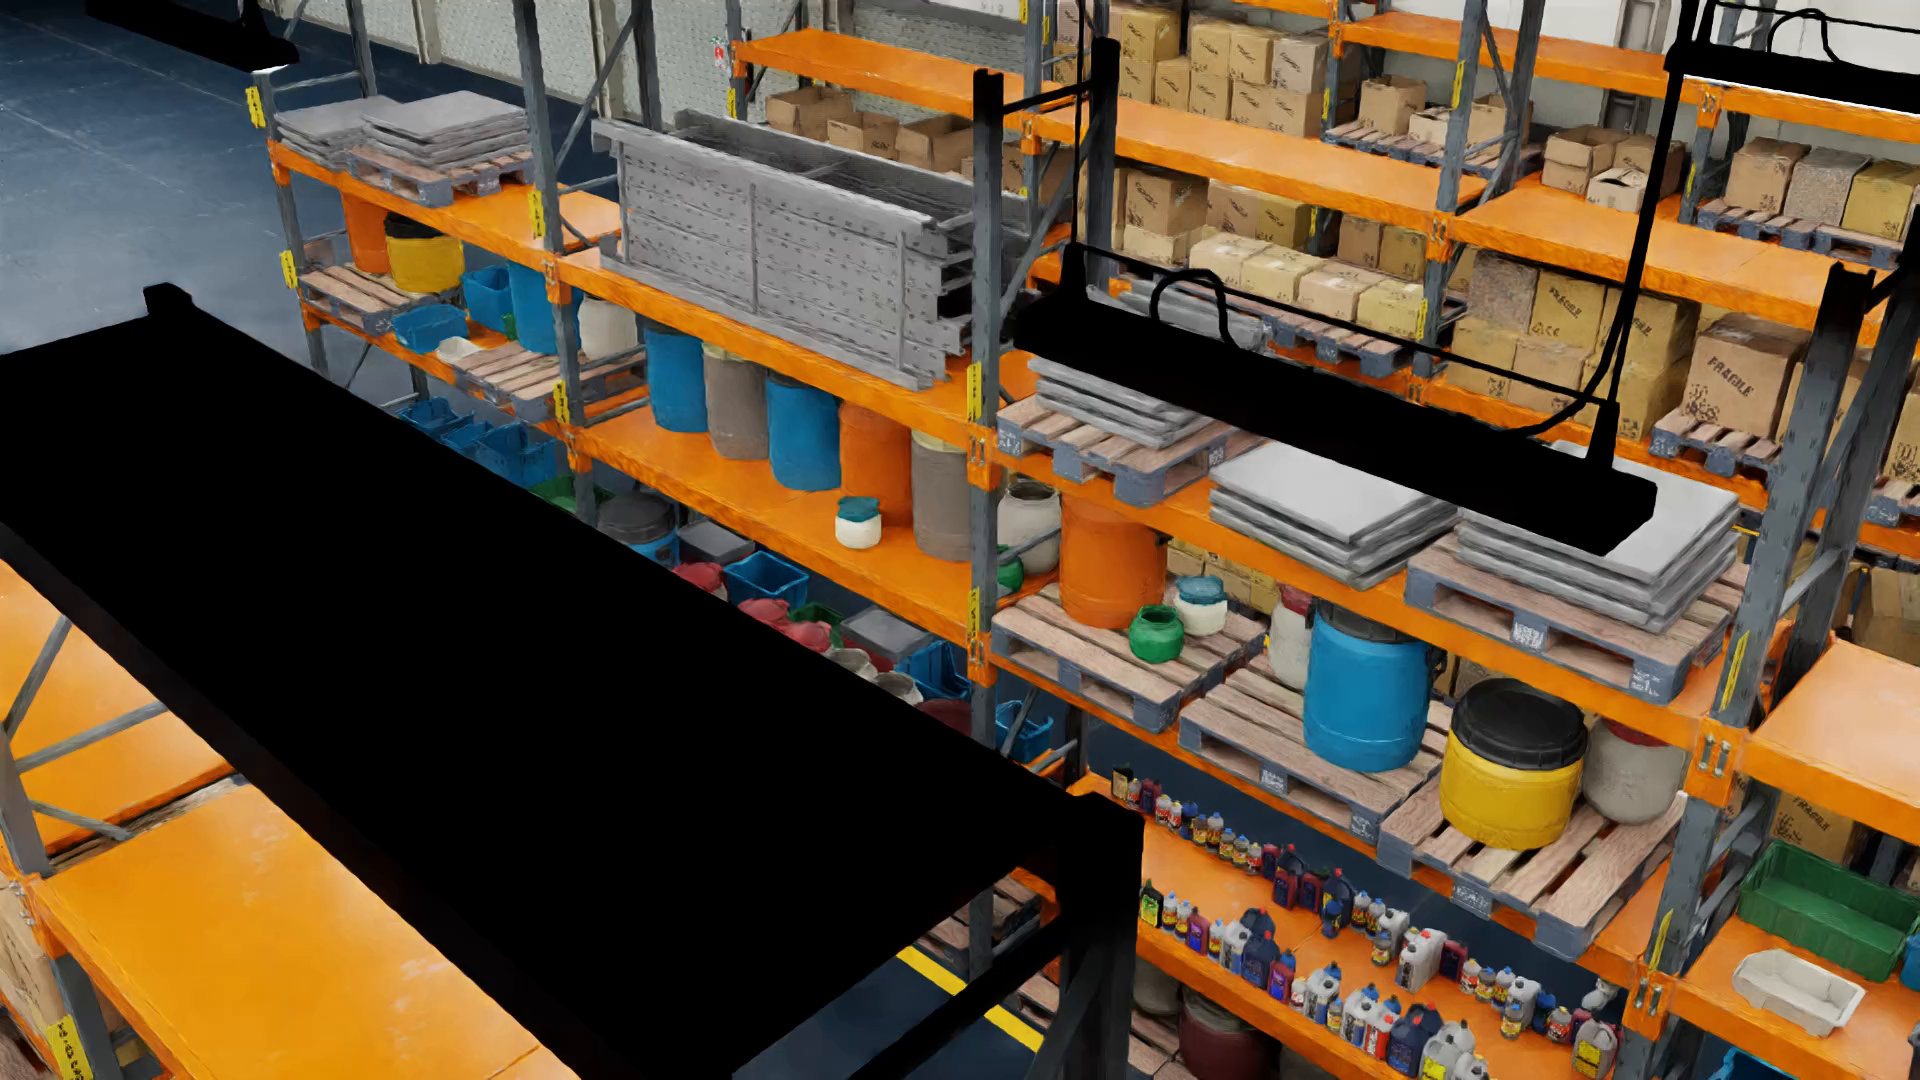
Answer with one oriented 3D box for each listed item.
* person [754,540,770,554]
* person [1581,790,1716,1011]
[{"bbox_3d":[-1.873,-0.304,15.135,0.479,1.577,0.994,-20,35,-32],"label":"person"},{"bbox_3d":[4.331,2.300,10.296,0.634,1.789,0.477,9,31,15],"label":"person"}]
